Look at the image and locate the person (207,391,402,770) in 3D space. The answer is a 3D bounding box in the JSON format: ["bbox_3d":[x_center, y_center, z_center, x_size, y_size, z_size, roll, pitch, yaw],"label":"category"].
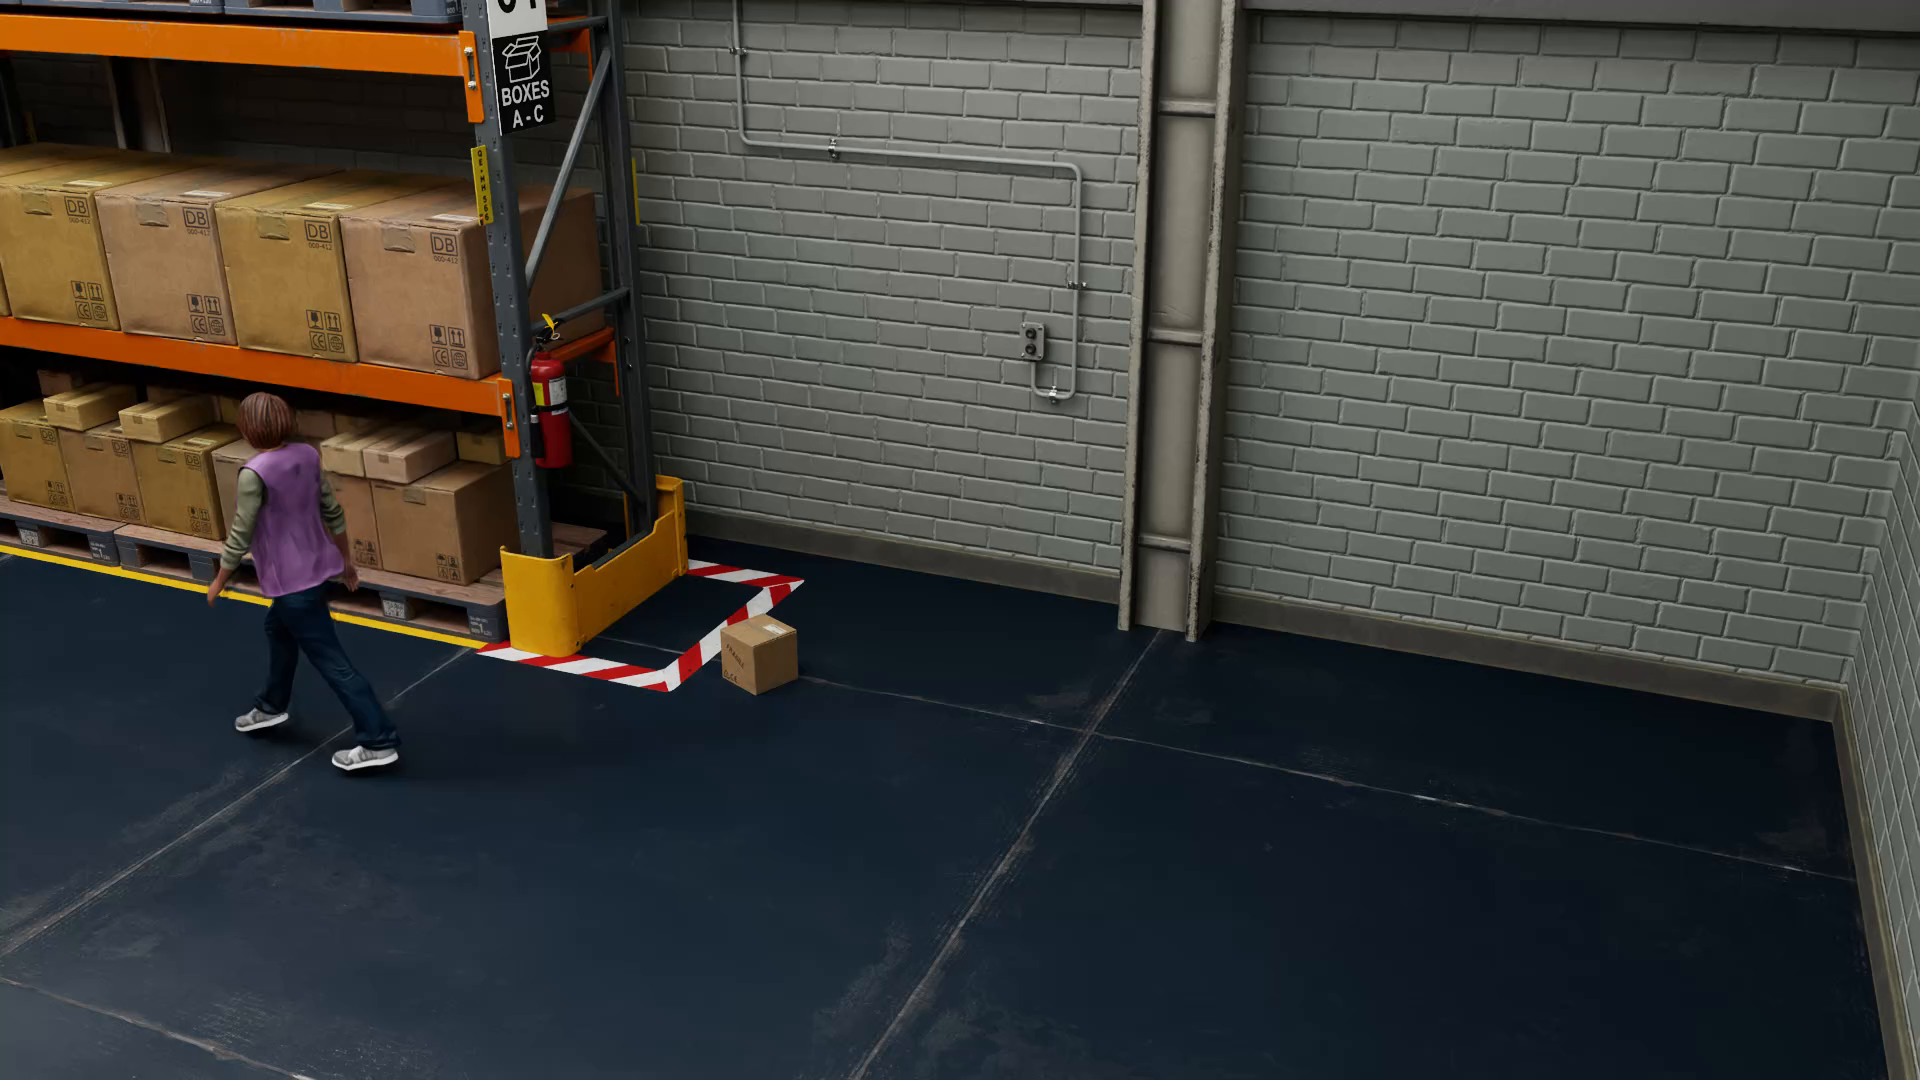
[{"bbox_3d":[-2.711,0.154,6.730,0.894,1.558,0.491,6,23,14],"label":"person"}]
